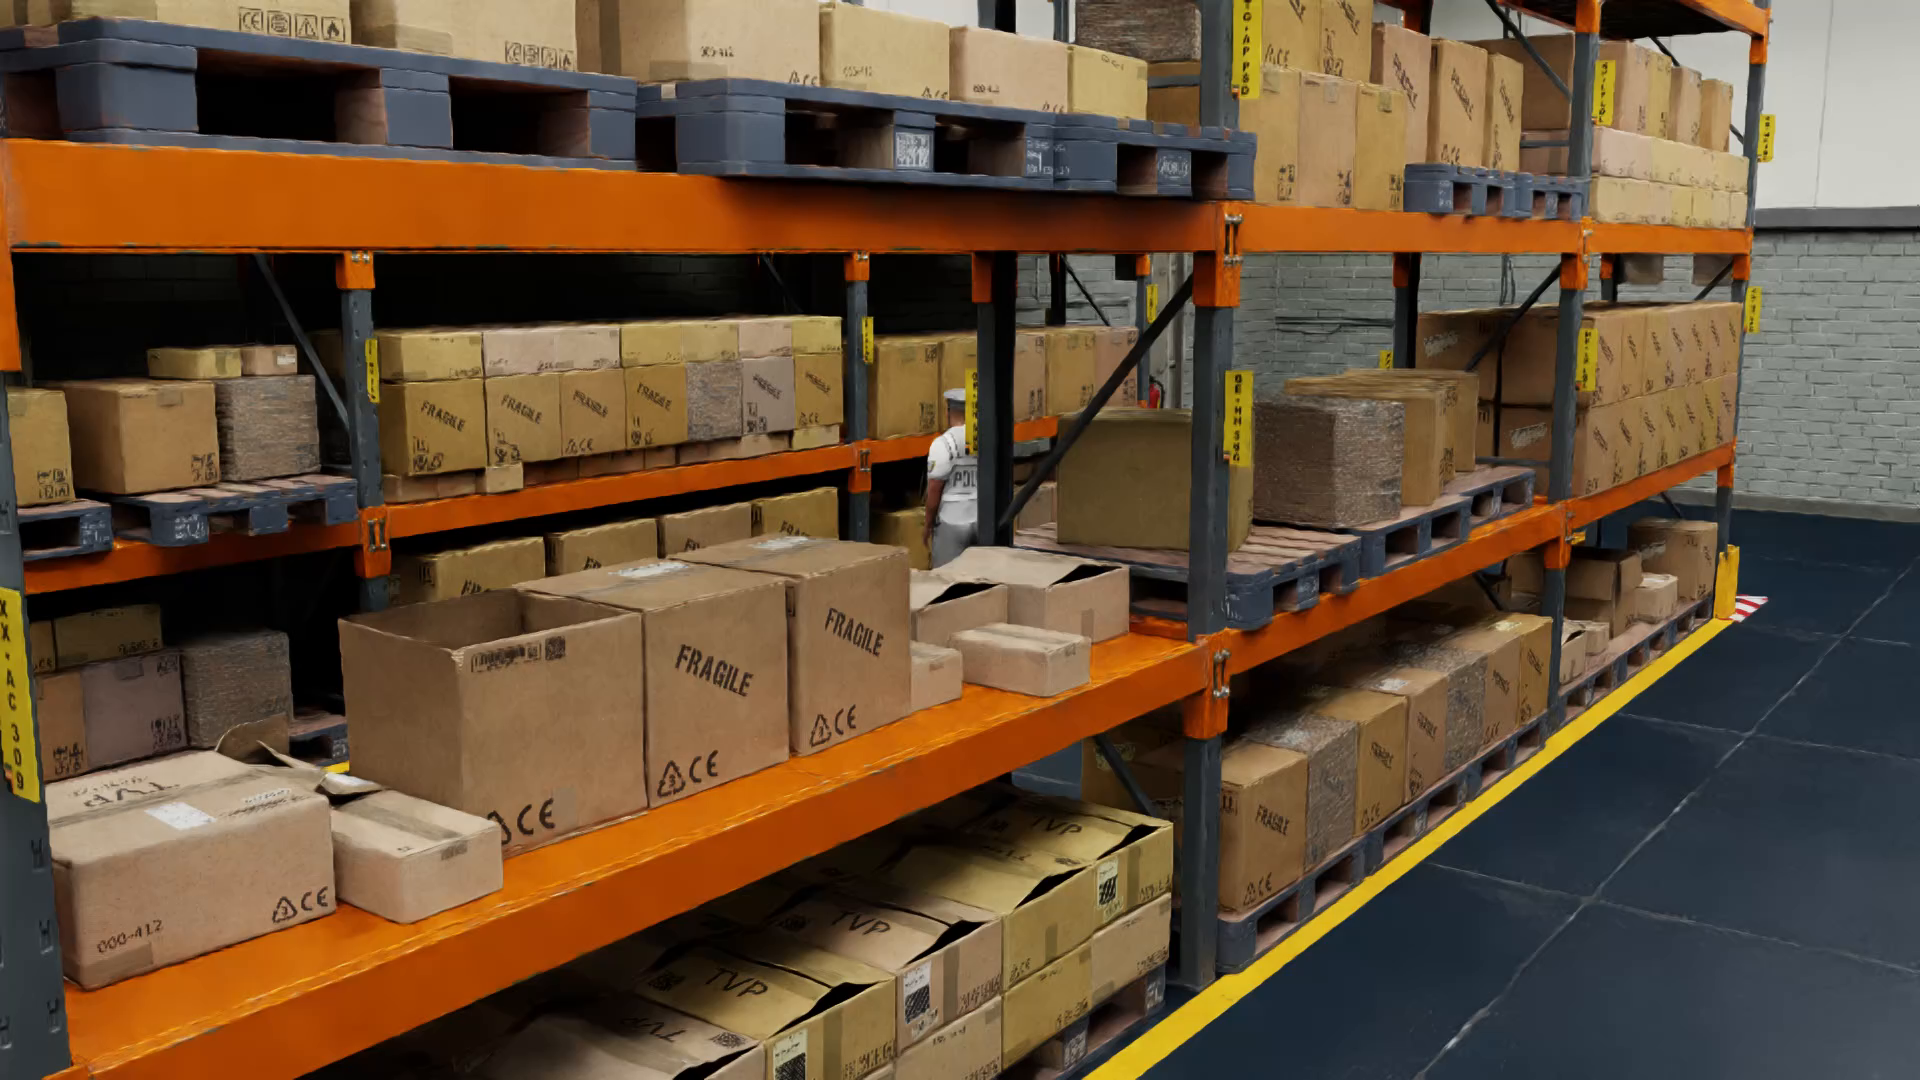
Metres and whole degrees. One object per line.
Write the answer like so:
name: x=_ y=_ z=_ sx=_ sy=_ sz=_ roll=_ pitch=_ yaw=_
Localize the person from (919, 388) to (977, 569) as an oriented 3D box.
person: x=-0.005 y=-0.080 z=10.826 sx=0.588 sy=1.807 sz=0.443 roll=-7 pitch=12 yaw=-37
